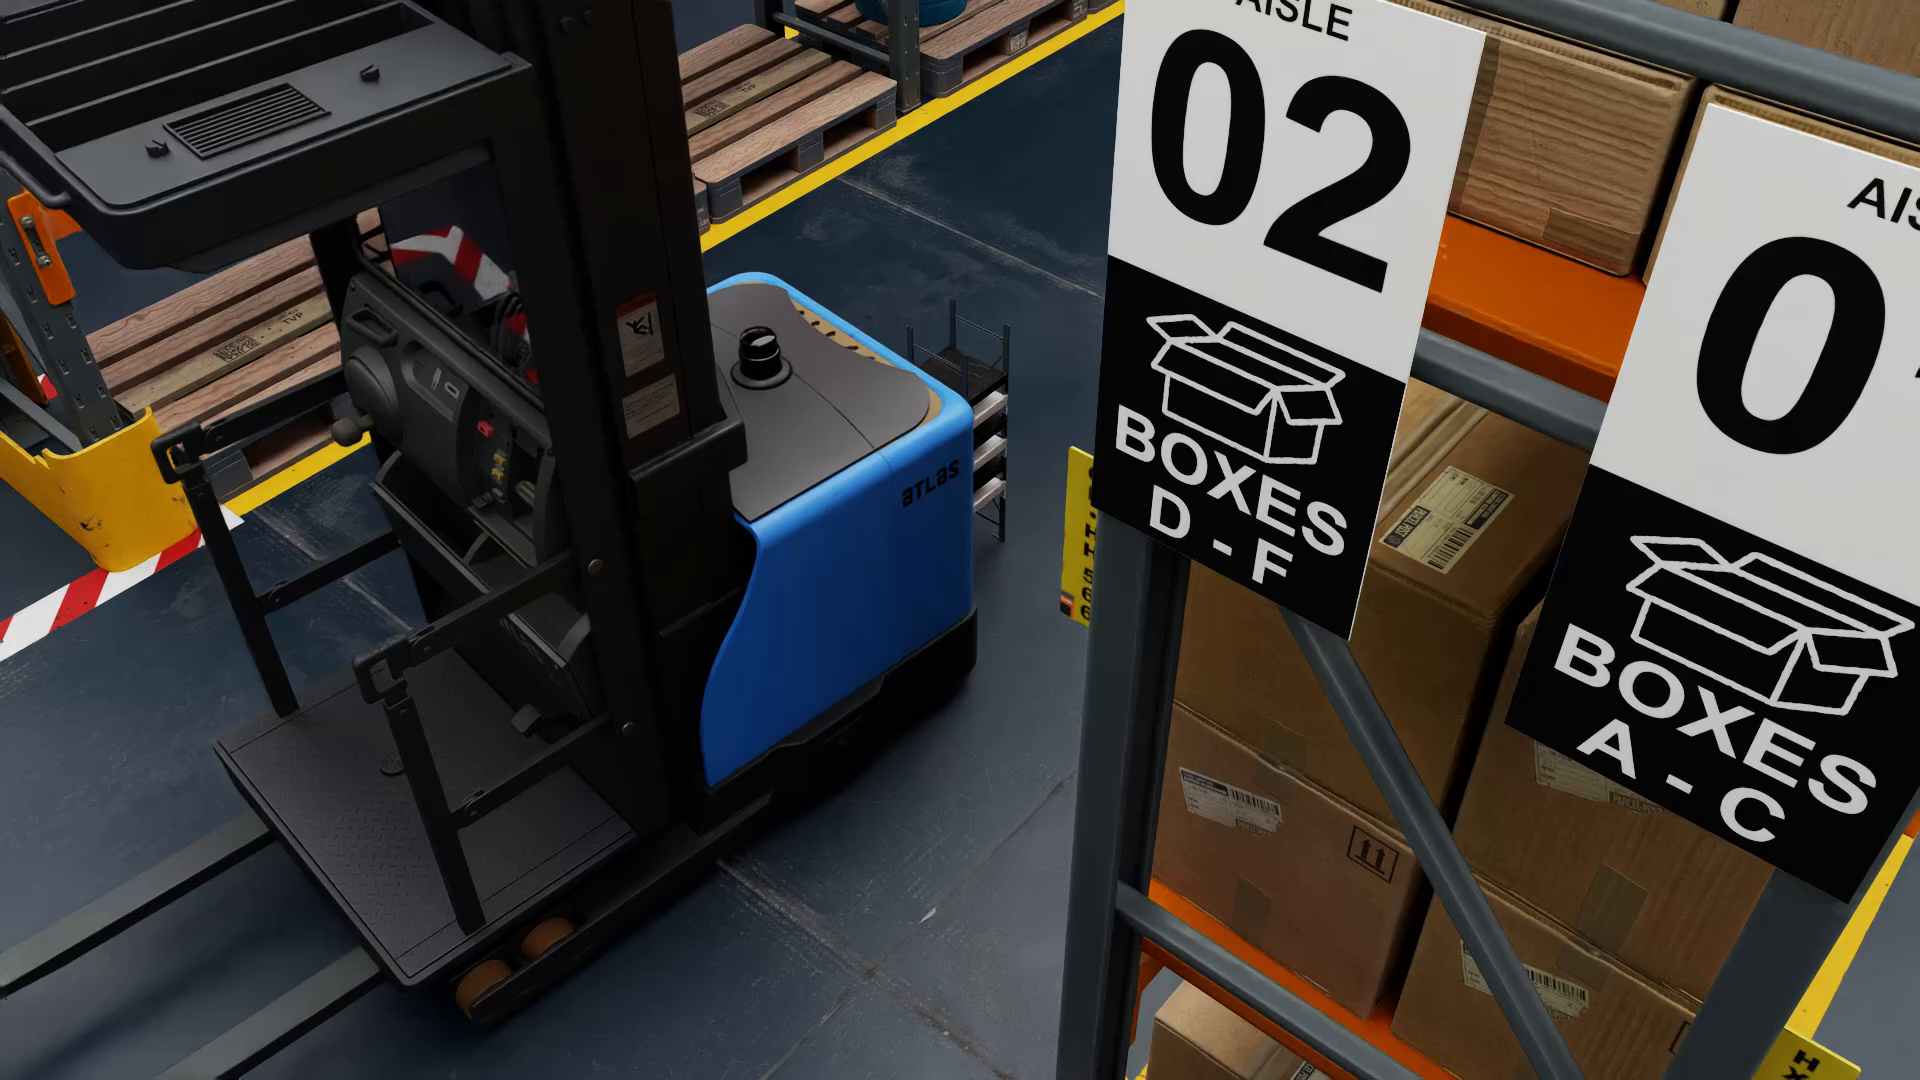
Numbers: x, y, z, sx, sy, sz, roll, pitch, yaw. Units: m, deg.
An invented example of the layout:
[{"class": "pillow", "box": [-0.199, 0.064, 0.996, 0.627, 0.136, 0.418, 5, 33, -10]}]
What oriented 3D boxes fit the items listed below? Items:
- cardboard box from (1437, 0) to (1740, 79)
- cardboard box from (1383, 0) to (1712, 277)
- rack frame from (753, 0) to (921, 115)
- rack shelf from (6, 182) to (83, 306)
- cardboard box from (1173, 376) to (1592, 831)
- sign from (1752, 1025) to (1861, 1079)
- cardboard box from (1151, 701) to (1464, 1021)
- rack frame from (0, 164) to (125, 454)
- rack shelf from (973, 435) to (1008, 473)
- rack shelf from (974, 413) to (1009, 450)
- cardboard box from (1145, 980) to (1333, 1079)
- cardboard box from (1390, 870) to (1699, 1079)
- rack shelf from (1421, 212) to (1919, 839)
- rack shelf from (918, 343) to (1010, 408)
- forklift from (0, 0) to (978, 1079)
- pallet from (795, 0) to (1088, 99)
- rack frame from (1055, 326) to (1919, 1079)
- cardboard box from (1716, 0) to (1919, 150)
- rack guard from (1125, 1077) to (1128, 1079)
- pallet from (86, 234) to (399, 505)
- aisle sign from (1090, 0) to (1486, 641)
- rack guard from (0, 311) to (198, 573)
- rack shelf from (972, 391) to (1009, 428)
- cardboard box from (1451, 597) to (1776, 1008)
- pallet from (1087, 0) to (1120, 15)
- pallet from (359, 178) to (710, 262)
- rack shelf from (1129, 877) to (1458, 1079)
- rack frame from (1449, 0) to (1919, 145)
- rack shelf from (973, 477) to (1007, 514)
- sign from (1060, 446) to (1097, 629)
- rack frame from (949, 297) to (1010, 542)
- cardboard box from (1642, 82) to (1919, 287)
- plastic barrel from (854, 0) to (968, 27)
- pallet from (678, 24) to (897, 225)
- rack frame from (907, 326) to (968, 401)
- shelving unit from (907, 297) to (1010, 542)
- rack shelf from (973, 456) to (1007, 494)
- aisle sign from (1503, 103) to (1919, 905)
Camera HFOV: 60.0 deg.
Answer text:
[{"class": "cardboard box", "box": [0.740, -0.808, 1.919, 0.500, 0.250, 0.500, 29, 50, 28]}, {"class": "cardboard box", "box": [0.733, -0.627, 2.091, 0.500, 0.250, 0.500, 29, 50, 28]}, {"class": "rack frame", "box": [-0.610, -3.400, 7.260, 1.000, 3.000, 0.127, 29, 50, 28]}, {"class": "rack shelf", "box": [-1.897, -2.104, 6.369, 1.077, 0.370, 4.000, 29, 50, 28]}, {"class": "cardboard box", "box": [0.680, 0.051, 2.647, 0.500, 0.500, 0.500, 29, 50, 28]}, {"class": "sign", "box": [1.020, 0.721, 2.084, 0.100, 0.325, 0.005, 29, 50, 28]}, {"class": "cardboard box", "box": [0.684, 0.421, 2.983, 0.500, 0.500, 0.500, 31, 51, 30]}, {"class": "rack frame", "box": [-3.185, -1.340, 4.994, 1.000, 3.000, 0.127, 29, 50, 28]}, {"class": "rack shelf", "box": [-0.005, -0.304, 5.465, 0.258, 0.077, 0.200, 29, 50, 28]}, {"class": "rack shelf", "box": [-0.005, -0.371, 5.405, 0.258, 0.077, 0.200, 29, 50, 28]}, {"class": "cardboard box", "box": [0.766, 1.182, 3.752, 0.500, 0.500, 0.500, 29, 50, 28]}, {"class": "cardboard box", "box": [1.092, 0.655, 2.726, 0.500, 0.500, 0.500, 31, 50, 29]}, {"class": "rack shelf", "box": [1.891, -1.067, 2.999, 1.077, 0.370, 4.000, 29, 50, 28]}, {"class": "rack shelf", "box": [-0.005, -0.504, 5.283, 0.258, 0.077, 0.200, 29, 50, 28]}, {"class": "forklift", "box": [-1.364, -0.219, 3.812, 3.031, 2.935, 1.130, -32, 51, -31]}, {"class": "pallet", "box": [-0.082, -2.747, 8.615, 1.003, 0.211, 1.213, 29, 50, 28]}, {"class": "rack frame", "box": [0.604, 0.806, 2.634, 1.000, 3.000, 0.127, 29, 50, 28]}, {"class": "cardboard box", "box": [1.134, -0.585, 1.674, 0.500, 0.250, 0.500, 29, 50, 28]}, {"class": "rack guard", "box": [0.653, 1.692, 3.518, 1.175, 0.500, 0.348, 29, 50, 28]}, {"class": "pallet", "box": [-2.624, -0.716, 6.381, 1.003, 0.211, 1.213, 29, 50, 28]}, {"class": "aisle sign", "box": [0.326, -0.253, 1.866, 0.394, 0.787, 0.004, 29, 50, 28]}, {"class": "rack guard", "box": [-3.190, -0.397, 5.815, 1.175, 0.500, 0.348, 29, 50, 28]}, {"class": "rack shelf", "box": [-0.005, -0.437, 5.344, 0.258, 0.077, 0.200, 29, 50, 28]}, {"class": "cardboard box", "box": [1.092, 0.285, 2.389, 0.500, 0.500, 0.500, 31, 51, 30]}, {"class": "pallet", "box": [0.703, -3.378, 9.309, 1.003, 0.211, 1.213, 29, 50, 28]}, {"class": "pallet", "box": [-1.839, -1.342, 7.069, 1.003, 0.211, 1.213, 29, 50, 28]}, {"class": "rack shelf", "box": [1.891, 0.043, 4.008, 1.077, 0.370, 4.000, 29, 50, 28]}, {"class": "rack frame", "box": [0.604, -1.413, 0.615, 1.000, 3.000, 0.127, 29, 50, 28]}, {"class": "rack shelf", "box": [-0.005, -0.171, 5.586, 0.258, 0.077, 0.200, 29, 50, 28]}, {"class": "sign", "box": [0.192, 0.010, 2.413, 0.100, 0.325, 0.005, 29, 50, 28]}, {"class": "rack frame", "box": [0.060, -0.381, 5.500, 0.240, 0.900, 0.006, 29, 50, 28]}, {"class": "cardboard box", "box": [1.129, -0.403, 1.845, 0.500, 0.250, 0.500, 29, 50, 28]}, {"class": "plastic barrel", "box": [-0.247, -3.052, 8.124, 0.600, 0.901, 0.708, 29, 50, 28]}, {"class": "pallet", "box": [-1.054, -1.973, 7.763, 1.003, 0.211, 1.213, 29, 50, 28]}, {"class": "rack frame", "box": [-0.071, -0.276, 5.385, 0.240, 0.900, 0.006, 29, 50, 28]}, {"class": "shelving unit", "box": [-0.005, -0.329, 5.443, 0.258, 0.900, 0.210, 29, 50, 28]}, {"class": "rack shelf", "box": [-0.005, -0.238, 5.526, 0.258, 0.077, 0.200, 29, 50, 28]}, {"class": "aisle sign", "box": [0.785, 0.007, 1.581, 0.394, 0.787, 0.004, 29, 50, 28]}]
